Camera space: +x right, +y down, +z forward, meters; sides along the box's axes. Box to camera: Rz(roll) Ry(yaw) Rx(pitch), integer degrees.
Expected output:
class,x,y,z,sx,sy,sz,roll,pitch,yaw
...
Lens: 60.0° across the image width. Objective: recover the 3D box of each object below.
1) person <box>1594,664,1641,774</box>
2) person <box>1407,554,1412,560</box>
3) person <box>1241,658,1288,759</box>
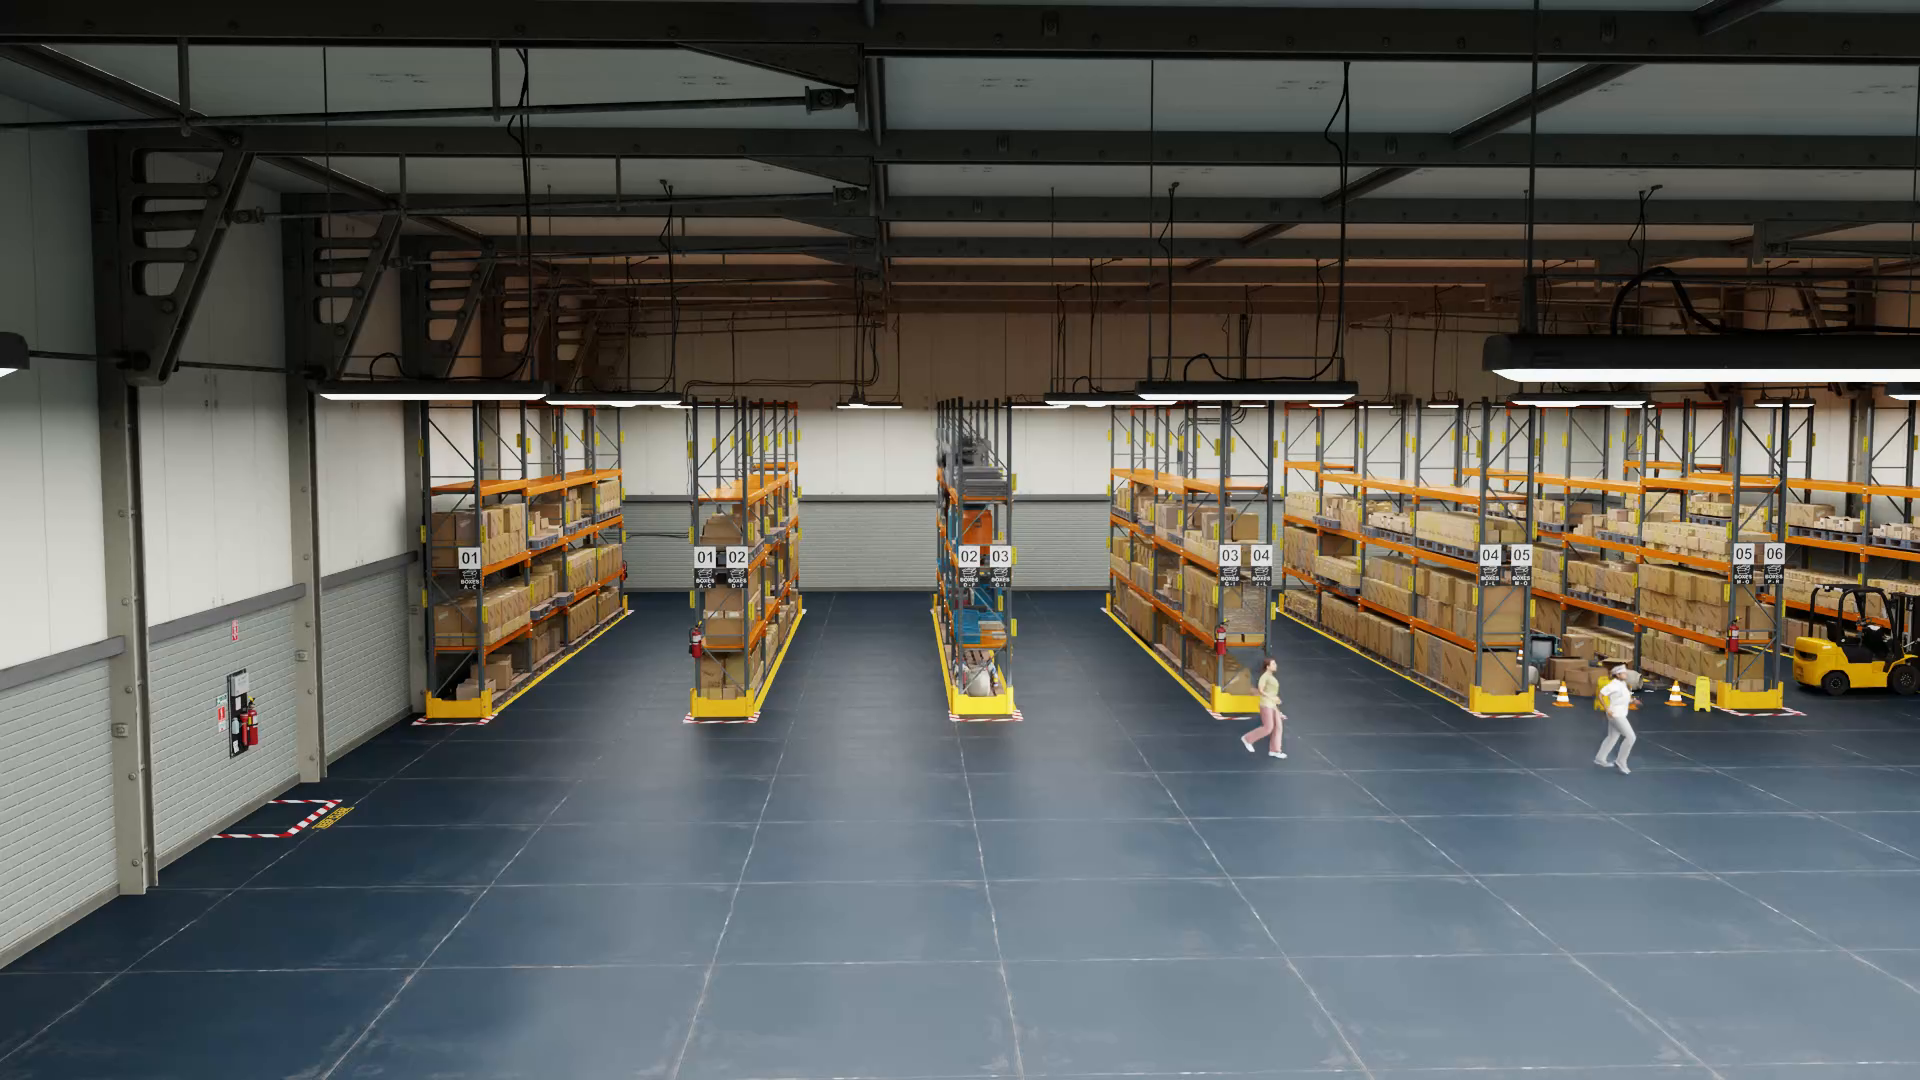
class,x,y,z,sx,sy,sz,roll,pitch,yaw
person,10.477,2.838,26.475,0.690,1.738,0.555,3,5,31
person,13.309,1.075,49.311,0.587,1.679,0.650,0,4,2
person,5.073,2.770,27.605,0.771,1.668,0.602,2,5,26
